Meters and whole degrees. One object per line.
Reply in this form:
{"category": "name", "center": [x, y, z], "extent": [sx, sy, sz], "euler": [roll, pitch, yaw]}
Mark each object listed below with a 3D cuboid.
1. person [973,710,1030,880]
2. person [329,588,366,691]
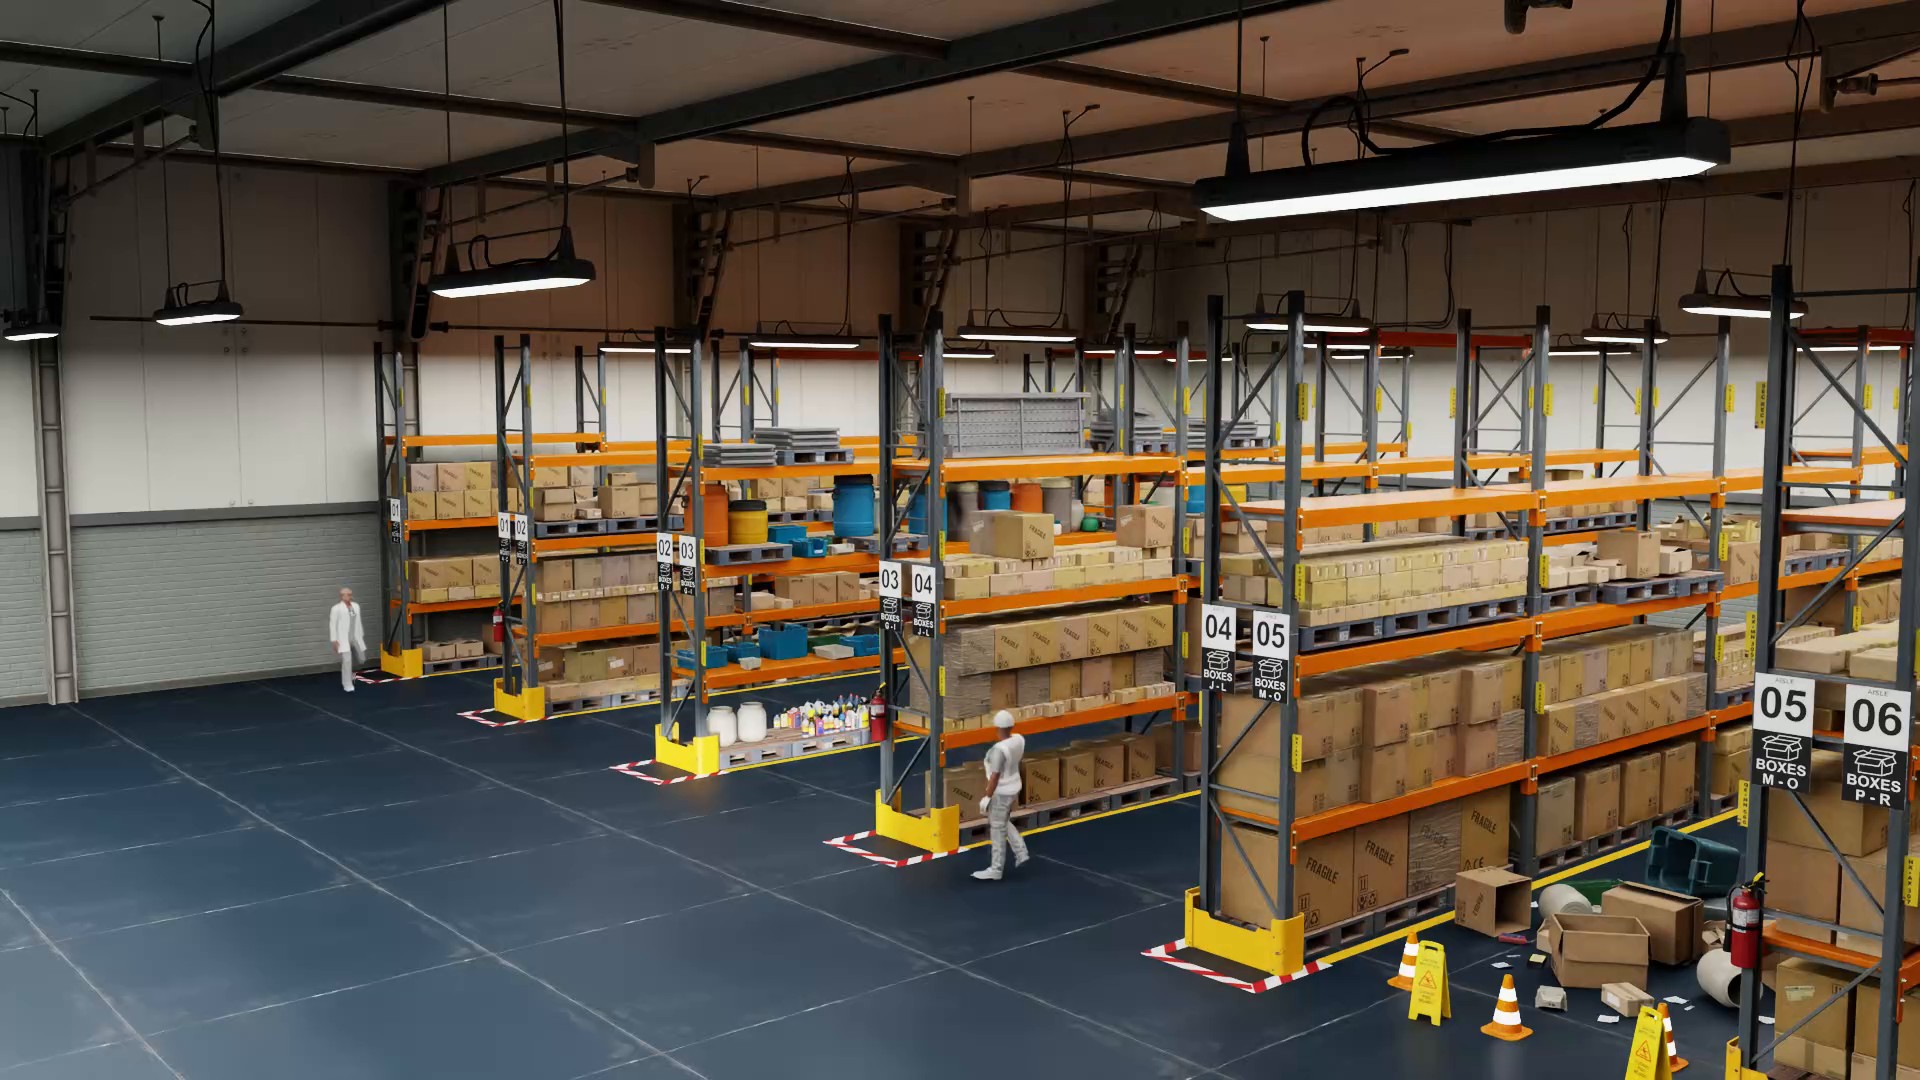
{"category": "person", "center": [0.448, 2.669, 17.577], "extent": [0.530, 1.781, 0.647], "euler": [2, 5, 18]}
{"category": "person", "center": [-10.504, 1.686, 28.450], "extent": [0.645, 1.749, 0.709], "euler": [-4, 7, -39]}
